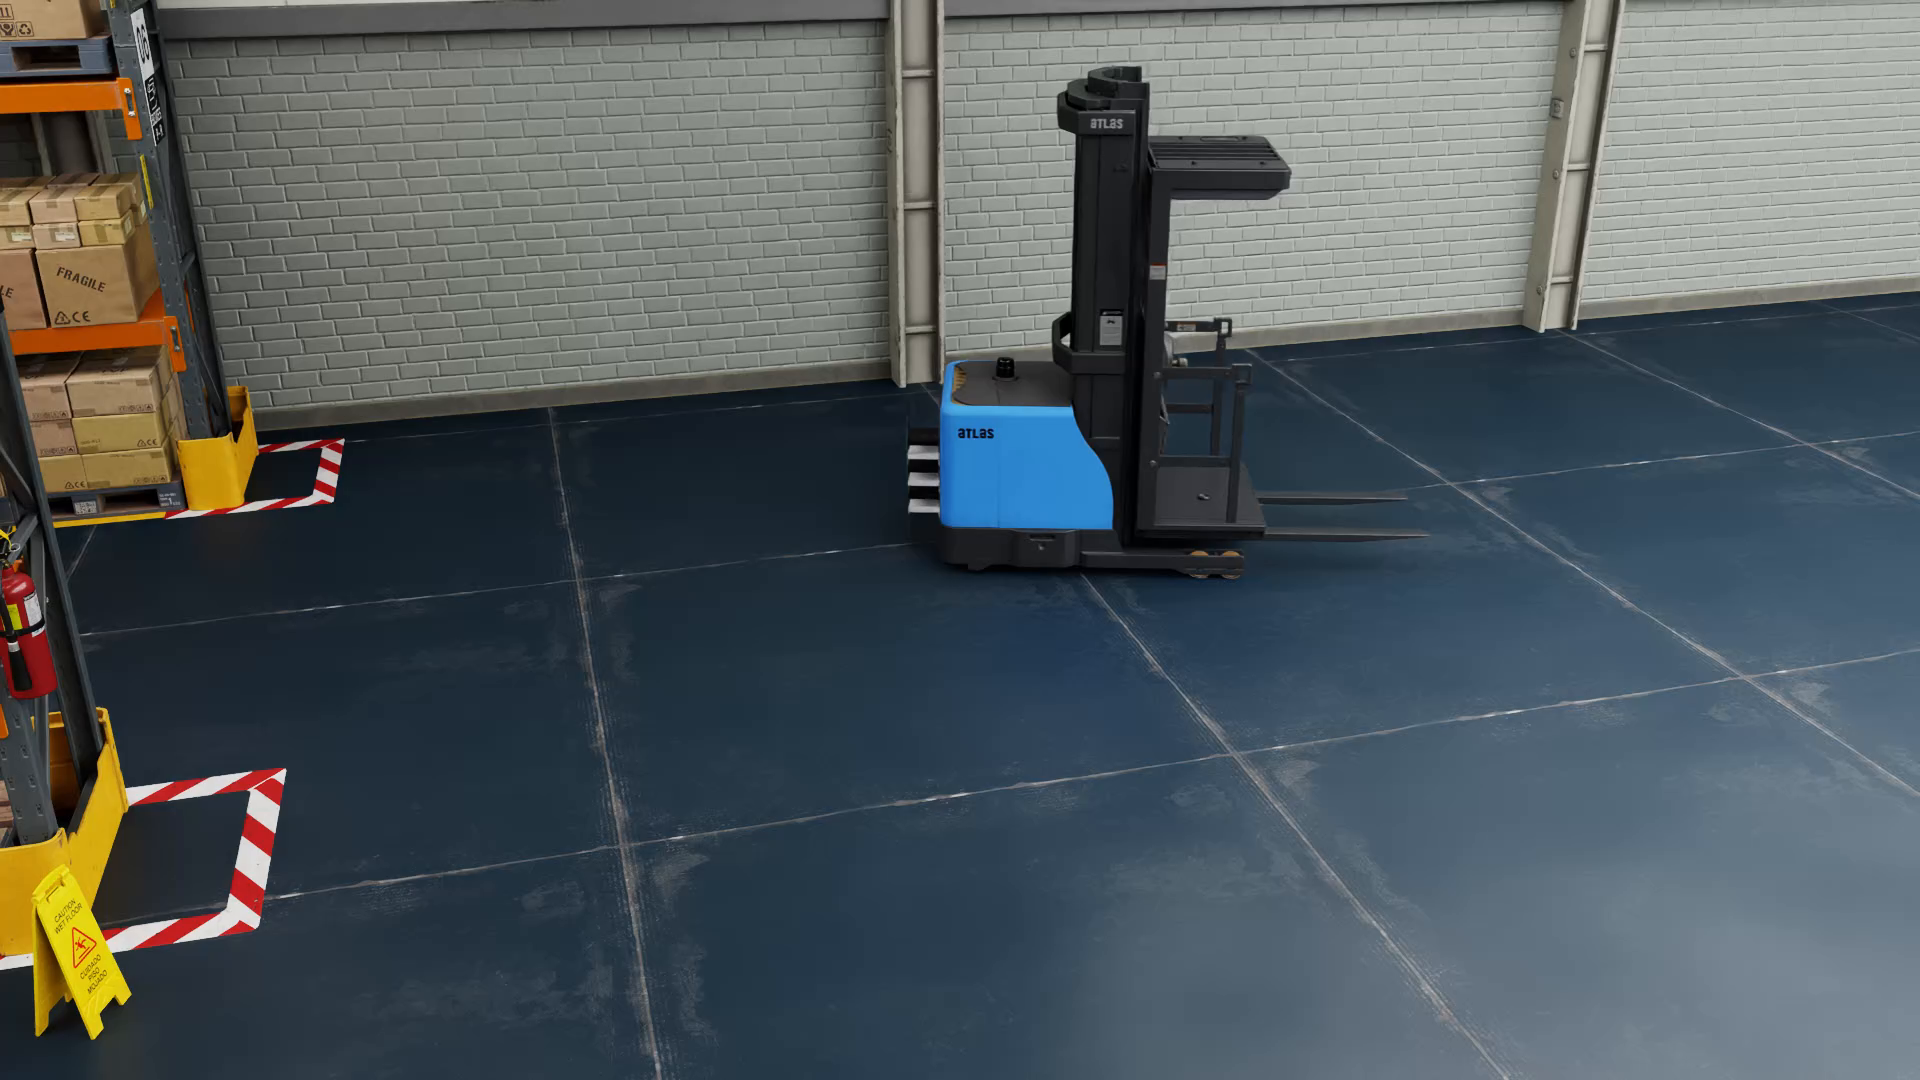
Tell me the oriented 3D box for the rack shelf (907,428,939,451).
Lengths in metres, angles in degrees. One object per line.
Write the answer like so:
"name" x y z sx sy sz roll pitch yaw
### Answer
"rack shelf" -0.226 -0.637 10.492 0.200 0.077 0.258 1 23 2

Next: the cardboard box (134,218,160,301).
"cardboard box" -5.765 -1.902 11.252 0.500 0.500 0.500 -6 24 -13

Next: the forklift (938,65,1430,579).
"forklift" 1.396 -1.322 10.113 3.031 2.935 1.130 1 23 2

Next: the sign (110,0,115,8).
"sign" -5.079 -3.345 9.915 0.005 0.325 0.100 -6 24 -14

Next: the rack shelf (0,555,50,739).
"rack shelf" -5.794 0.624 6.404 4.000 0.370 1.077 -6 24 -14

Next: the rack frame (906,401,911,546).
"rack frame" -0.327 -0.420 10.588 0.006 0.900 0.240 1 23 2

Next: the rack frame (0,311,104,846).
"rack frame" -3.868 0.081 6.758 0.127 3.000 1.000 -6 24 -14

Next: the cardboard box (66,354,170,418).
"cardboard box" -5.572 -1.025 11.021 0.500 0.250 0.500 -5 24 -13

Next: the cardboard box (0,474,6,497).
"cardboard box" -6.545 -0.464 10.981 0.500 0.250 0.500 -6 24 -14

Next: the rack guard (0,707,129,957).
"rack guard" -3.941 1.237 7.232 0.348 0.500 1.175 -6 24 -14

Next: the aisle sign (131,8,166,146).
"aisle sign" -5.070 -2.894 10.393 0.004 0.787 0.394 -6 24 -14

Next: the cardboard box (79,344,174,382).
"cardboard box" -5.727 -1.213 11.460 0.500 0.250 0.500 -7 24 -15

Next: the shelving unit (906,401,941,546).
"shelving unit" -0.226 -0.419 10.585 0.210 0.900 0.258 1 23 2

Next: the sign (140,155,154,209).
"sign" -5.079 -2.237 10.391 0.005 0.325 0.100 -6 24 -14

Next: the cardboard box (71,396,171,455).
"cardboard box" -5.597 -0.792 11.113 0.500 0.250 0.500 -7 24 -15

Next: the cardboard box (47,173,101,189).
"cardboard box" -5.867 -2.325 11.038 0.250 0.149 0.380 -5 24 -13

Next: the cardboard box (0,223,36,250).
"cardboard box" -5.975 -1.961 10.568 0.250 0.149 0.380 -6 24 -13

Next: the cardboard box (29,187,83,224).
"cardboard box" -5.730 -2.128 10.579 0.250 0.149 0.380 -6 24 -14

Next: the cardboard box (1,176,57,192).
"cardboard box" -6.105 -2.281 10.935 0.250 0.149 0.380 -6 24 -13

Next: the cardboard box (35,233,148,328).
"cardboard box" -5.616 -1.697 10.775 0.500 0.500 0.500 -7 24 -16

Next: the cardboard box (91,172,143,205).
"cardboard box" -5.594 -2.330 11.049 0.250 0.149 0.380 -7 24 -15

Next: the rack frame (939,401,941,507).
"rack frame" -0.124 -0.418 10.582 0.006 0.900 0.240 1 23 2

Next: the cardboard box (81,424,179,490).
"cardboard box" -5.580 -0.563 11.212 0.500 0.250 0.500 -6 24 -14

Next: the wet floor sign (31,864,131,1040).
"wet floor sign" -3.396 1.548 6.323 0.232 0.644 0.267 2 23 4

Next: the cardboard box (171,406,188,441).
"cardboard box" -5.738 -0.755 11.660 0.500 0.250 0.500 -6 24 -14

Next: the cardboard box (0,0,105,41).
"cardboard box" -5.573 -3.327 10.110 0.500 0.500 0.500 -6 24 -13

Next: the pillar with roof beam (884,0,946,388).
"pillar with roof beam" 0.813 -3.833 8.271 0.400 9.000 9.100 -6 24 -14

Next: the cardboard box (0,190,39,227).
"cardboard box" -5.974 -2.090 10.490 0.250 0.149 0.380 -6 24 -13

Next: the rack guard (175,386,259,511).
"rack guard" -5.190 -0.657 11.648 0.348 0.500 1.175 -6 24 -14

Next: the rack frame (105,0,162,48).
"rack frame" -5.213 -4.560 9.966 0.127 3.000 1.000 -6 24 -14

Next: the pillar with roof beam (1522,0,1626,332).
"pillar with roof beam" 6.590 -4.472 9.761 0.400 9.000 9.100 -6 24 -14

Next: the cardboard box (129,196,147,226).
"cardboard box" -5.609 -2.210 11.147 0.250 0.149 0.380 -7 24 -16

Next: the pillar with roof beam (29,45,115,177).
"pillar with roof beam" -4.964 -3.194 6.782 0.400 9.000 9.100 -6 24 -14

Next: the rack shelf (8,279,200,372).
"rack shelf" -7.138 -1.260 10.795 4.000 0.370 1.077 -6 24 -14

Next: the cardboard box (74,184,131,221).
"cardboard box" -5.501 -2.166 10.668 0.250 0.149 0.380 -6 24 -14

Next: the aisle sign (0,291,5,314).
"aisle sign" -3.892 -1.238 6.535 0.004 0.787 0.394 -6 24 -14

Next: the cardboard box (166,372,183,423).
"cardboard box" -5.721 -0.991 11.577 0.500 0.250 0.500 -6 24 -13

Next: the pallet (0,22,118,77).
"pallet" -5.900 -3.076 10.423 1.213 0.211 1.003 -6 24 -14

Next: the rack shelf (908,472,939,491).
"rack shelf" -0.226 -0.388 10.598 0.200 0.077 0.258 1 23 2

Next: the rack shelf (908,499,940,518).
"rack shelf" -0.226 -0.223 10.669 0.200 0.077 0.258 1 23 2

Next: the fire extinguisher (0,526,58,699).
"fire extinguisher" -3.634 0.279 6.394 0.183 0.674 0.296 -6 24 -14

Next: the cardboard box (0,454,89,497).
"cardboard box" -6.061 -0.514 11.097 0.500 0.250 0.500 -6 24 -14

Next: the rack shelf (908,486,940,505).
"rack shelf" -0.226 -0.306 10.634 0.200 0.077 0.258 1 23 2

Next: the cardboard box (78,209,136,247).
"cardboard box" -5.471 -2.004 10.668 0.250 0.149 0.380 -6 24 -14

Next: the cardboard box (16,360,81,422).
"cardboard box" -6.062 -0.968 10.889 0.500 0.250 0.500 -6 24 -13

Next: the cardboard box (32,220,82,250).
"cardboard box" -5.709 -1.966 10.578 0.250 0.149 0.380 -6 24 -14

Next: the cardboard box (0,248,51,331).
"cardboard box" -6.118 -1.646 10.654 0.500 0.500 0.500 -6 24 -13

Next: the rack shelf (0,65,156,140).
"rack shelf" -7.138 -2.638 10.203 4.000 0.370 1.077 -6 24 -14

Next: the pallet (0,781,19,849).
"pallet" -4.733 1.443 7.119 1.213 0.211 1.003 -6 24 -14

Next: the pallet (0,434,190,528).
"pallet" -5.938 -0.425 11.472 1.213 0.211 1.003 -6 24 -14

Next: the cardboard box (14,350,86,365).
"cardboard box" -6.207 -1.158 11.332 0.500 0.250 0.500 -6 24 -14

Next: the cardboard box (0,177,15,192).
"cardboard box" -6.347 -2.260 10.887 0.250 0.149 0.380 -6 24 -14

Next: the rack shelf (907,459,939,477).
"rack shelf" -0.226 -0.471 10.563 0.200 0.077 0.258 1 23 2

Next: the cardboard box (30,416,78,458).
"cardboard box" -6.083 -0.743 10.998 0.500 0.250 0.500 -7 24 -15

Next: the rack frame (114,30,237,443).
"rack frame" -5.213 -1.804 11.149 0.127 3.000 1.000 -6 24 -14

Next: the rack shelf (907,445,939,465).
"rack shelf" -0.226 -0.554 10.527 0.200 0.077 0.258 1 23 2
